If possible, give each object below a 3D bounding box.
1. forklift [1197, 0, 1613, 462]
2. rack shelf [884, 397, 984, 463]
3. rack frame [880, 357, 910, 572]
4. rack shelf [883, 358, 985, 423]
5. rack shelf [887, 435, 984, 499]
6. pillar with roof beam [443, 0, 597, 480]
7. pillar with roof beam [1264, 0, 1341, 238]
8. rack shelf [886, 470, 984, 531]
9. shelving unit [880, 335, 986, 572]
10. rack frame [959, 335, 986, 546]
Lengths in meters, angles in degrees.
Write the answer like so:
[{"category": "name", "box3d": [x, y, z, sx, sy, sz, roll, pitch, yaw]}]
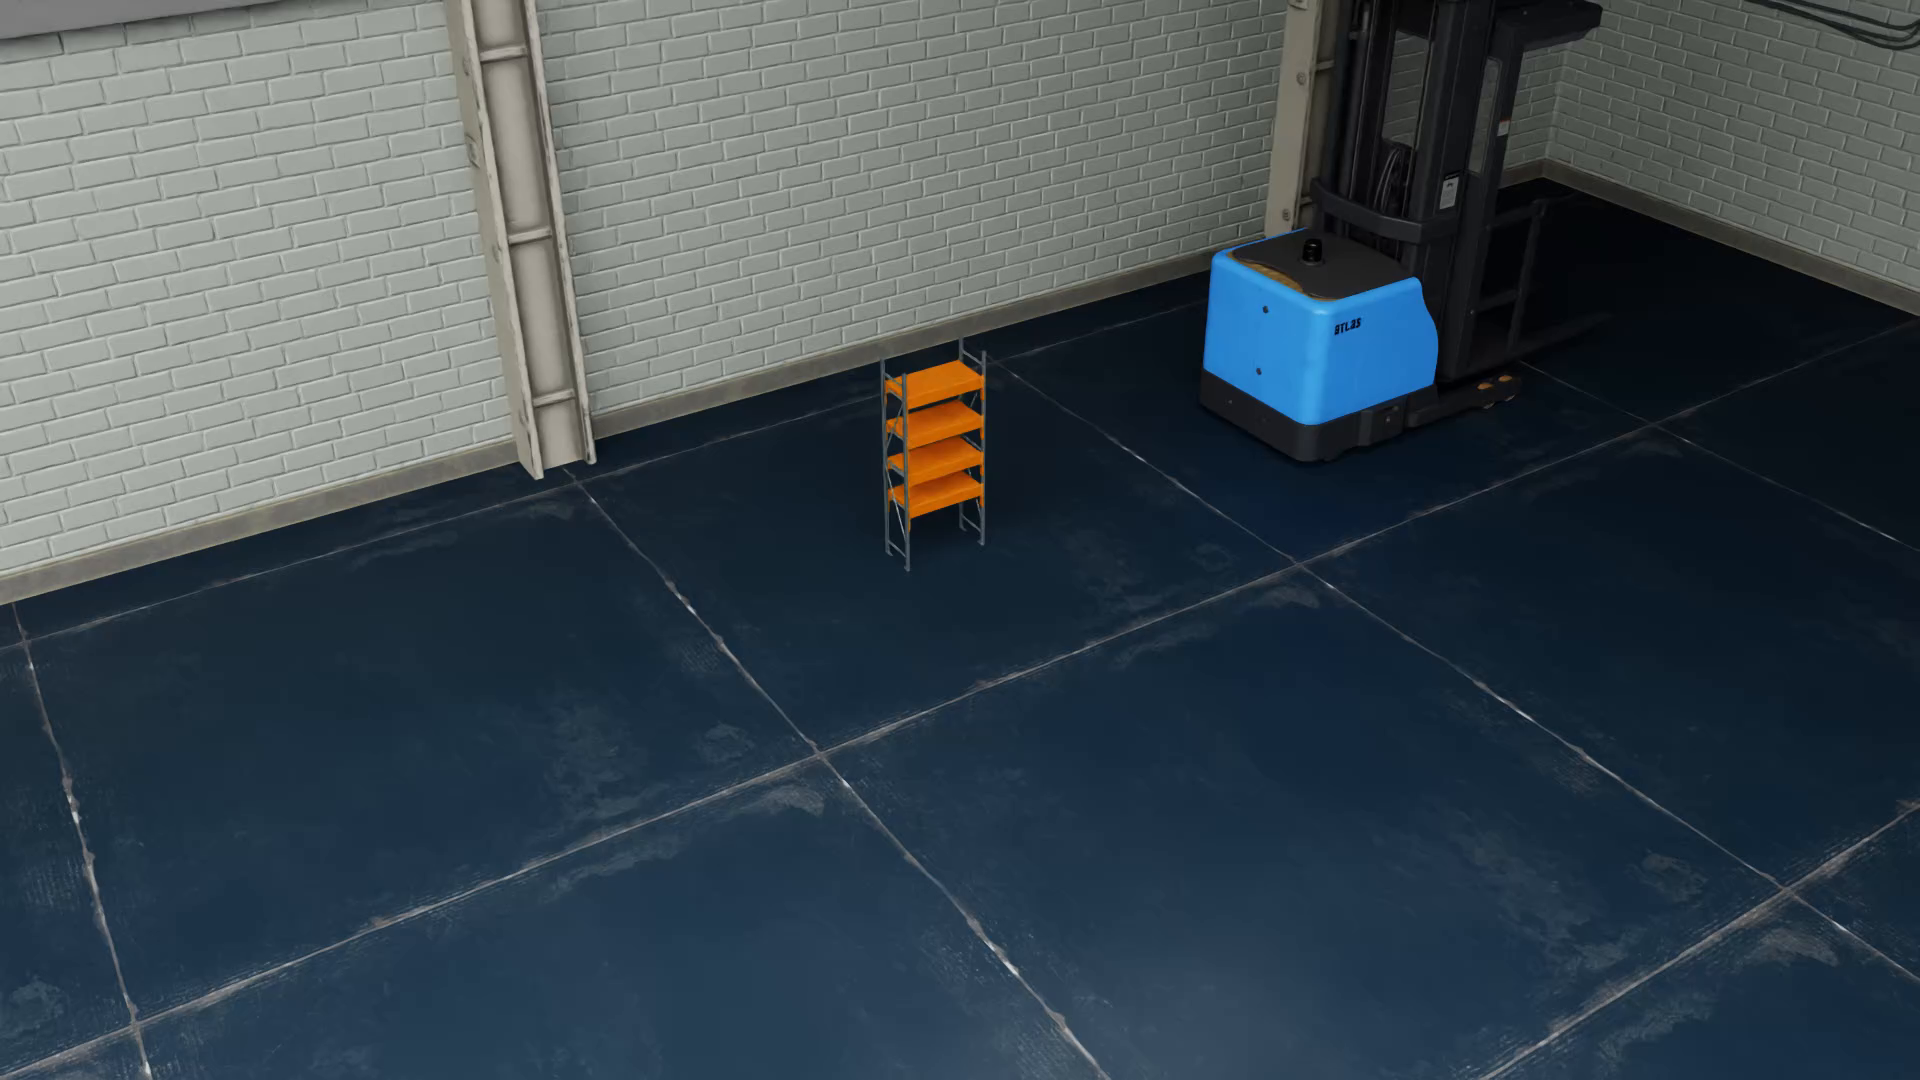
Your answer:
[{"category": "forklift", "box3d": [3.035, -2.303, 10.275, 3.031, 2.935, 1.130, -19, 37, -28]}, {"category": "rack shelf", "box3d": [-0.139, -0.592, 8.892, 0.480, 0.148, 0.258, -19, 37, -27]}, {"category": "rack frame", "box3d": [-0.344, -0.389, 8.864, 0.015, 1.200, 0.240, -19, 37, -27]}, {"category": "rack shelf", "box3d": [-0.139, -0.792, 8.766, 0.480, 0.148, 0.258, -19, 37, -27]}, {"category": "rack shelf", "box3d": [-0.139, -0.403, 9.011, 0.480, 0.148, 0.258, -19, 37, -27]}, {"category": "pillar with roof beam", "box3d": [-0.122, -2.360, 4.679, 0.400, 9.000, 9.100, -19, 37, -27]}, {"category": "pillar with roof beam", "box3d": [4.921, -4.095, 7.428, 0.400, 9.000, 9.100, -19, 37, -27]}, {"category": "rack shelf", "box3d": [-0.139, -0.235, 9.117, 0.480, 0.148, 0.258, -19, 37, -27]}, {"category": "shelving unit", "box3d": [-0.139, -0.460, 8.976, 0.503, 1.200, 0.258, -19, 37, -27]}, {"category": "rack frame", "box3d": [0.066, -0.530, 9.087, 0.015, 1.200, 0.240, -19, 37, -27]}]
